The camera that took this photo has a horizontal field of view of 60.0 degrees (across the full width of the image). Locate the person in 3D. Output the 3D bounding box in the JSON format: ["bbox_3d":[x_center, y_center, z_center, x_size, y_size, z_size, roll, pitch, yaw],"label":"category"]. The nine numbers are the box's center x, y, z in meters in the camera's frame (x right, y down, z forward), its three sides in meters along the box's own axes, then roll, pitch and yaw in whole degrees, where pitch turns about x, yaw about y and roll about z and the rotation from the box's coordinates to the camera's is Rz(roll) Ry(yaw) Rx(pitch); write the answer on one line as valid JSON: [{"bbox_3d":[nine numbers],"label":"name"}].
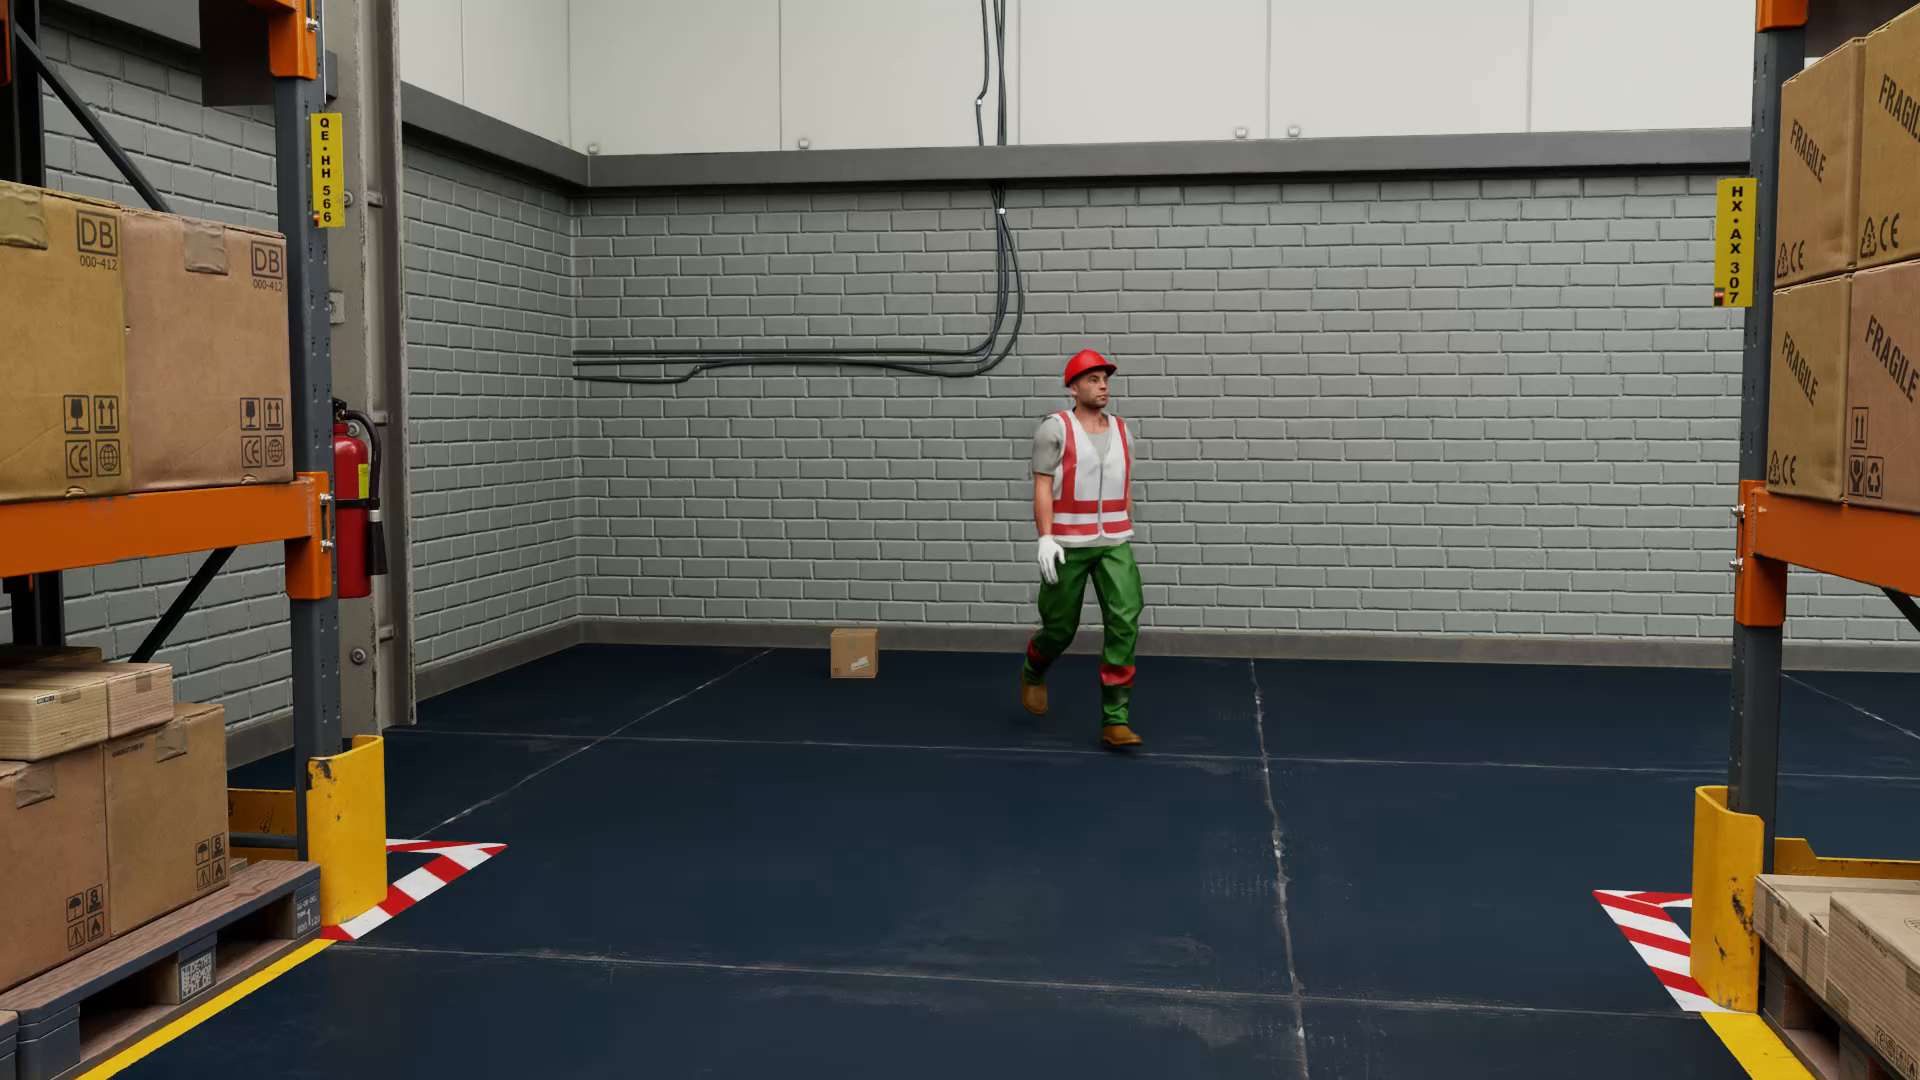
[{"bbox_3d":[0.558,0.020,7.539,0.537,1.756,0.918,-1,5,-18],"label":"person"}]
